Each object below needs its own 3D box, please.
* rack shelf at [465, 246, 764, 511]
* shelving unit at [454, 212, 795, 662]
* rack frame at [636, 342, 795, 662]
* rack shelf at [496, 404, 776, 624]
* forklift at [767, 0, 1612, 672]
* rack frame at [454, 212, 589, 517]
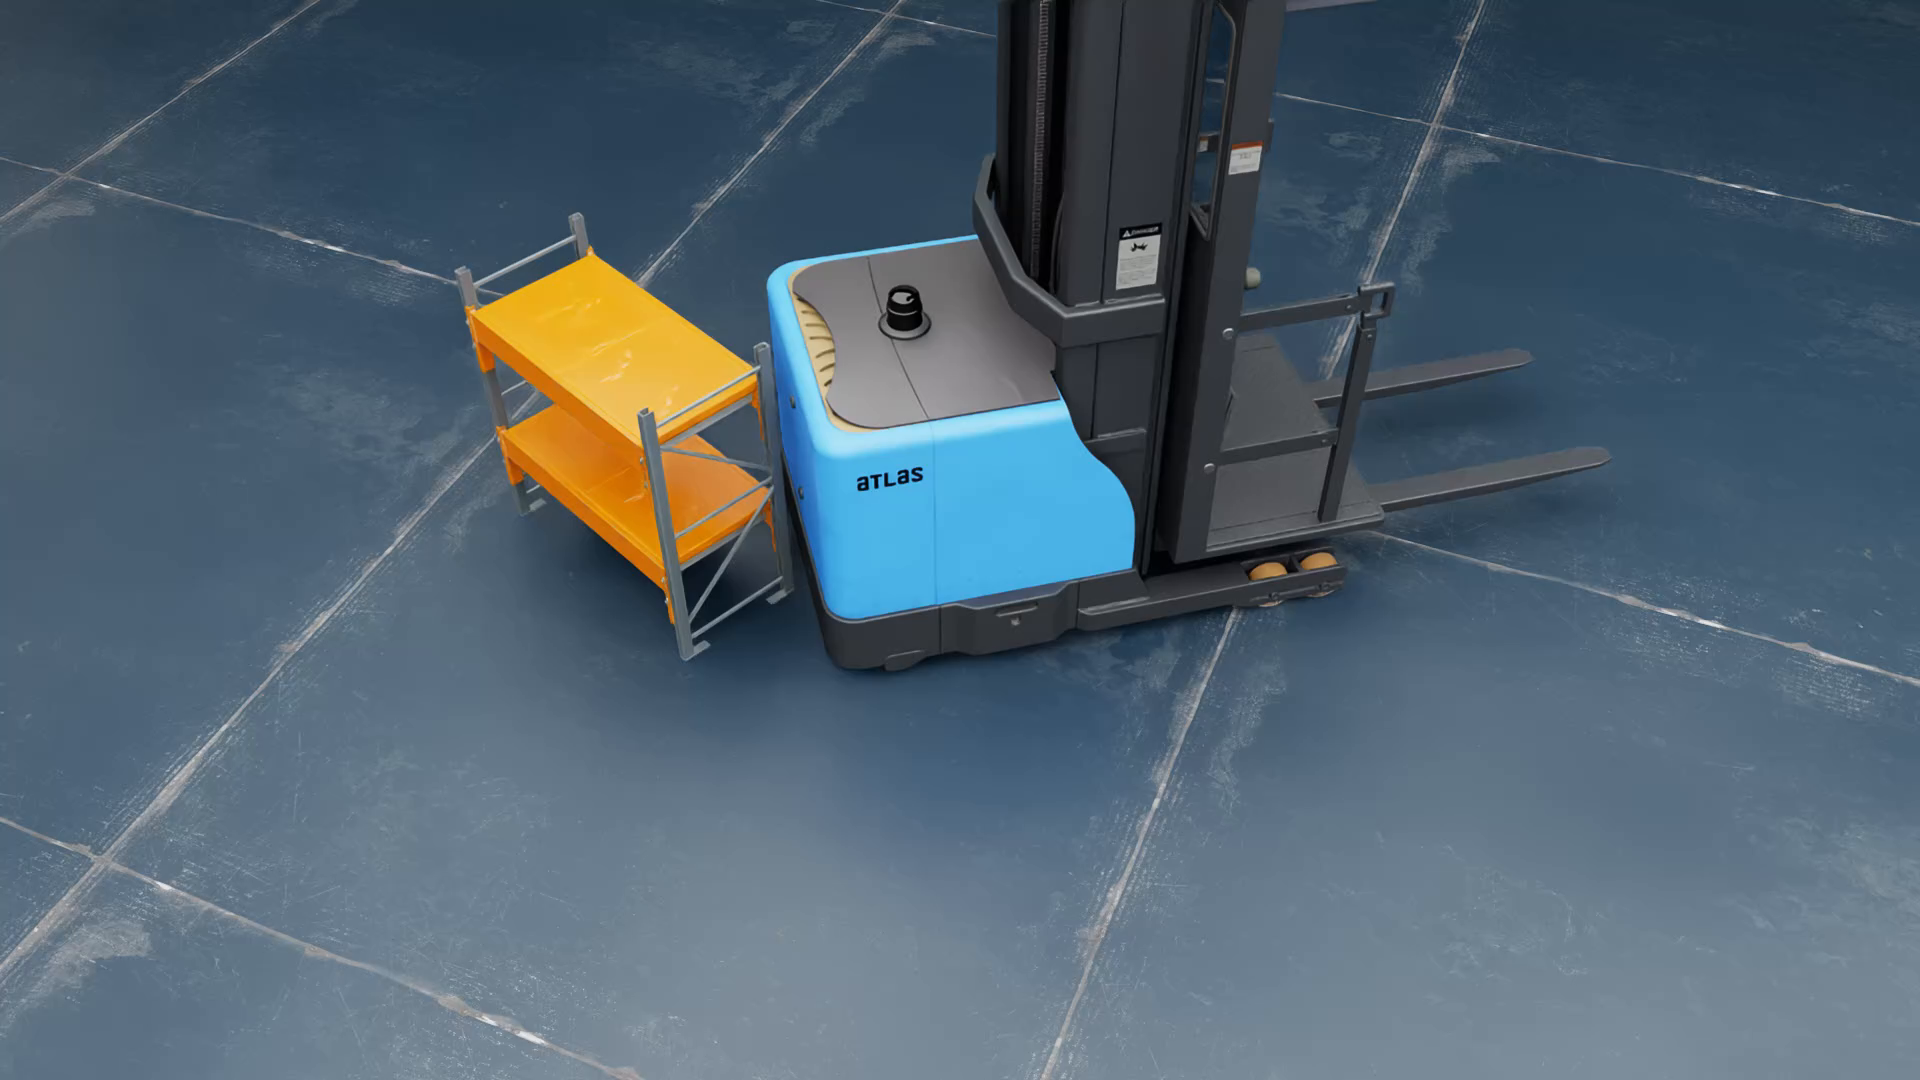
[{"bbox_3d":[-1.147,-0.567,5.607,0.538,0.278,1.000,-34,54,-30],"label":"rack shelf"},{"bbox_3d":[-1.147,-0.360,5.814,0.538,1.125,1.048,-34,54,-30],"label":"shelving unit"},{"bbox_3d":[-0.792,-0.103,5.556,0.500,1.125,0.032,-34,54,-30],"label":"rack frame"},{"bbox_3d":[-1.147,-0.186,5.986,0.538,0.278,1.000,-34,54,-30],"label":"rack shelf"},{"bbox_3d":[0.902,-1.150,5.328,3.031,2.935,1.130,-10,46,-10],"label":"forklift"},{"bbox_3d":[-1.502,-0.616,6.072,0.500,1.125,0.032,-34,54,-30],"label":"rack frame"}]
